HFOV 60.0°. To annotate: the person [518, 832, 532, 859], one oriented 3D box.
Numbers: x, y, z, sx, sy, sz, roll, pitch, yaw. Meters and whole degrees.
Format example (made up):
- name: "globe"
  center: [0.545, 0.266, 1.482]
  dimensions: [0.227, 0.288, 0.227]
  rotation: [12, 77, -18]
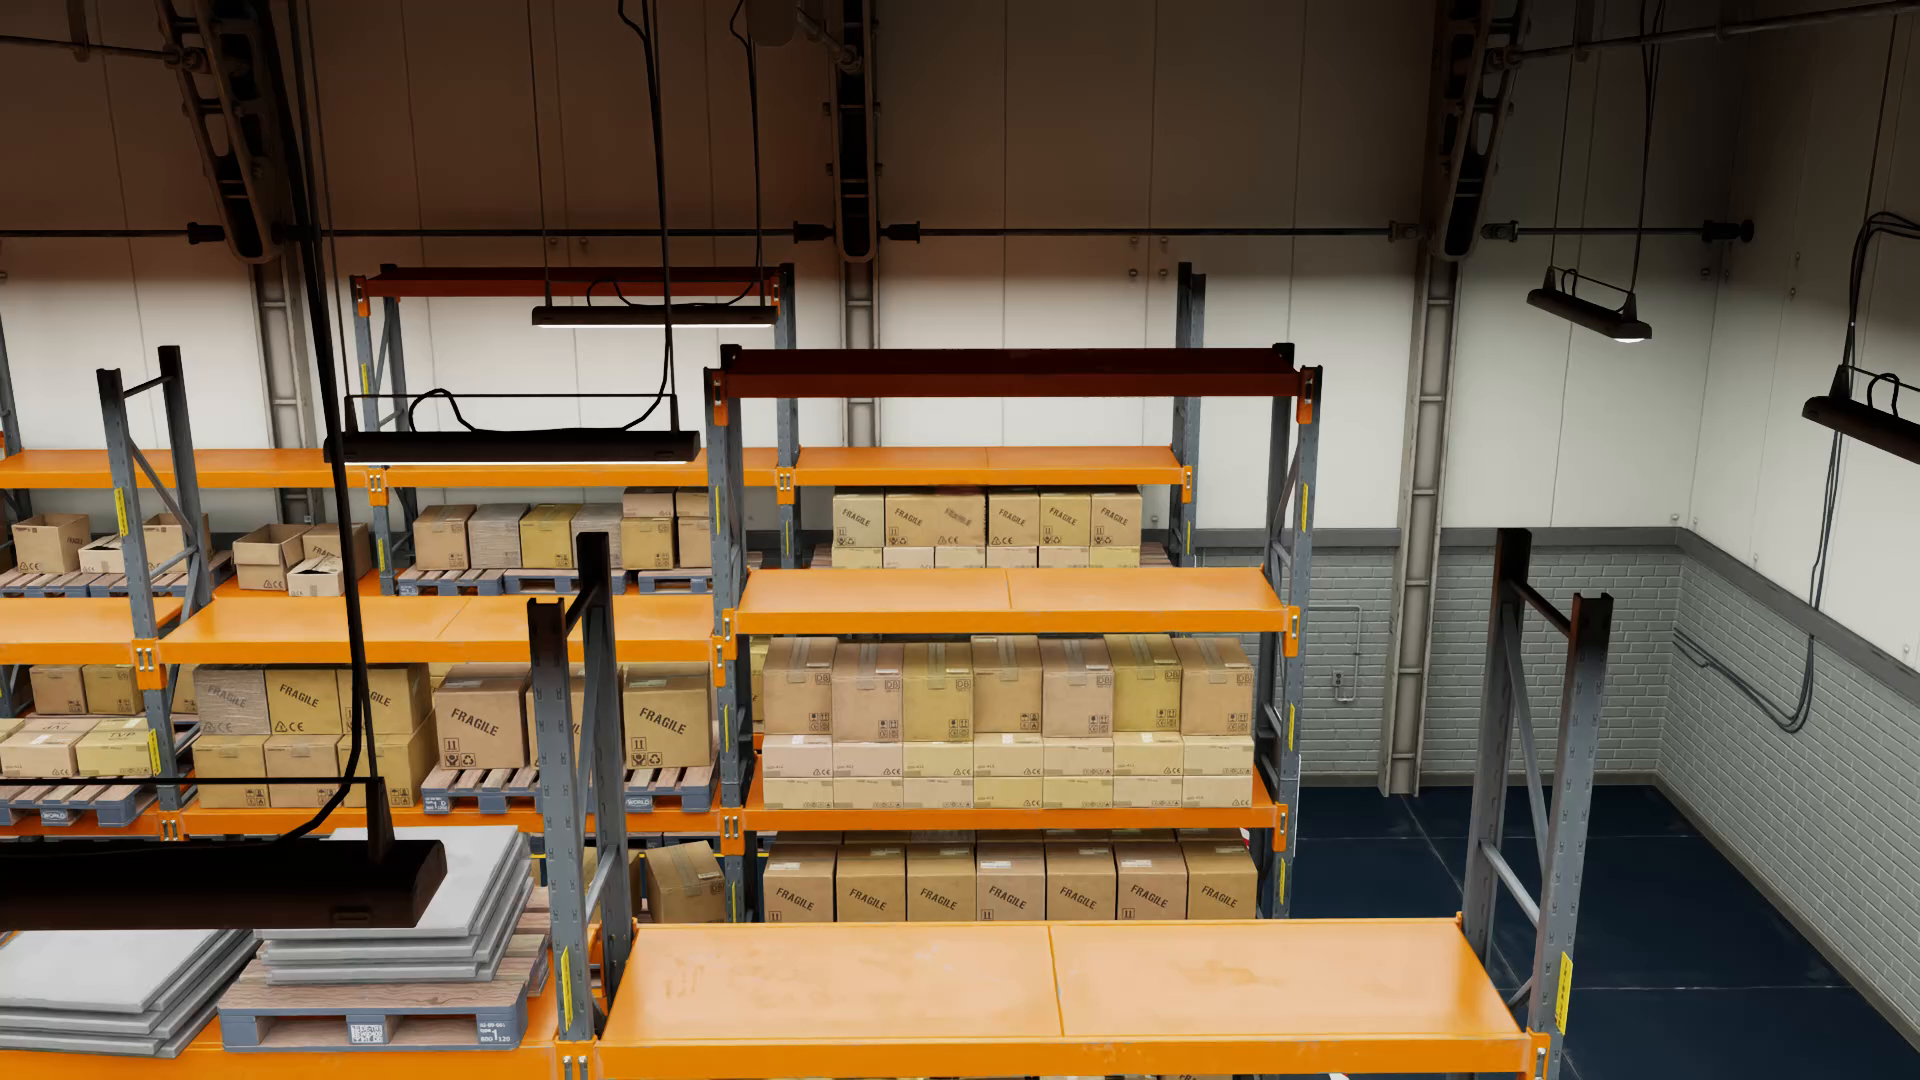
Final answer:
- name: "person"
  center: [-4.266, 2.757, 16.061]
  dimensions: [0.450, 1.678, 0.512]
  rotation: [5, 17, 17]
